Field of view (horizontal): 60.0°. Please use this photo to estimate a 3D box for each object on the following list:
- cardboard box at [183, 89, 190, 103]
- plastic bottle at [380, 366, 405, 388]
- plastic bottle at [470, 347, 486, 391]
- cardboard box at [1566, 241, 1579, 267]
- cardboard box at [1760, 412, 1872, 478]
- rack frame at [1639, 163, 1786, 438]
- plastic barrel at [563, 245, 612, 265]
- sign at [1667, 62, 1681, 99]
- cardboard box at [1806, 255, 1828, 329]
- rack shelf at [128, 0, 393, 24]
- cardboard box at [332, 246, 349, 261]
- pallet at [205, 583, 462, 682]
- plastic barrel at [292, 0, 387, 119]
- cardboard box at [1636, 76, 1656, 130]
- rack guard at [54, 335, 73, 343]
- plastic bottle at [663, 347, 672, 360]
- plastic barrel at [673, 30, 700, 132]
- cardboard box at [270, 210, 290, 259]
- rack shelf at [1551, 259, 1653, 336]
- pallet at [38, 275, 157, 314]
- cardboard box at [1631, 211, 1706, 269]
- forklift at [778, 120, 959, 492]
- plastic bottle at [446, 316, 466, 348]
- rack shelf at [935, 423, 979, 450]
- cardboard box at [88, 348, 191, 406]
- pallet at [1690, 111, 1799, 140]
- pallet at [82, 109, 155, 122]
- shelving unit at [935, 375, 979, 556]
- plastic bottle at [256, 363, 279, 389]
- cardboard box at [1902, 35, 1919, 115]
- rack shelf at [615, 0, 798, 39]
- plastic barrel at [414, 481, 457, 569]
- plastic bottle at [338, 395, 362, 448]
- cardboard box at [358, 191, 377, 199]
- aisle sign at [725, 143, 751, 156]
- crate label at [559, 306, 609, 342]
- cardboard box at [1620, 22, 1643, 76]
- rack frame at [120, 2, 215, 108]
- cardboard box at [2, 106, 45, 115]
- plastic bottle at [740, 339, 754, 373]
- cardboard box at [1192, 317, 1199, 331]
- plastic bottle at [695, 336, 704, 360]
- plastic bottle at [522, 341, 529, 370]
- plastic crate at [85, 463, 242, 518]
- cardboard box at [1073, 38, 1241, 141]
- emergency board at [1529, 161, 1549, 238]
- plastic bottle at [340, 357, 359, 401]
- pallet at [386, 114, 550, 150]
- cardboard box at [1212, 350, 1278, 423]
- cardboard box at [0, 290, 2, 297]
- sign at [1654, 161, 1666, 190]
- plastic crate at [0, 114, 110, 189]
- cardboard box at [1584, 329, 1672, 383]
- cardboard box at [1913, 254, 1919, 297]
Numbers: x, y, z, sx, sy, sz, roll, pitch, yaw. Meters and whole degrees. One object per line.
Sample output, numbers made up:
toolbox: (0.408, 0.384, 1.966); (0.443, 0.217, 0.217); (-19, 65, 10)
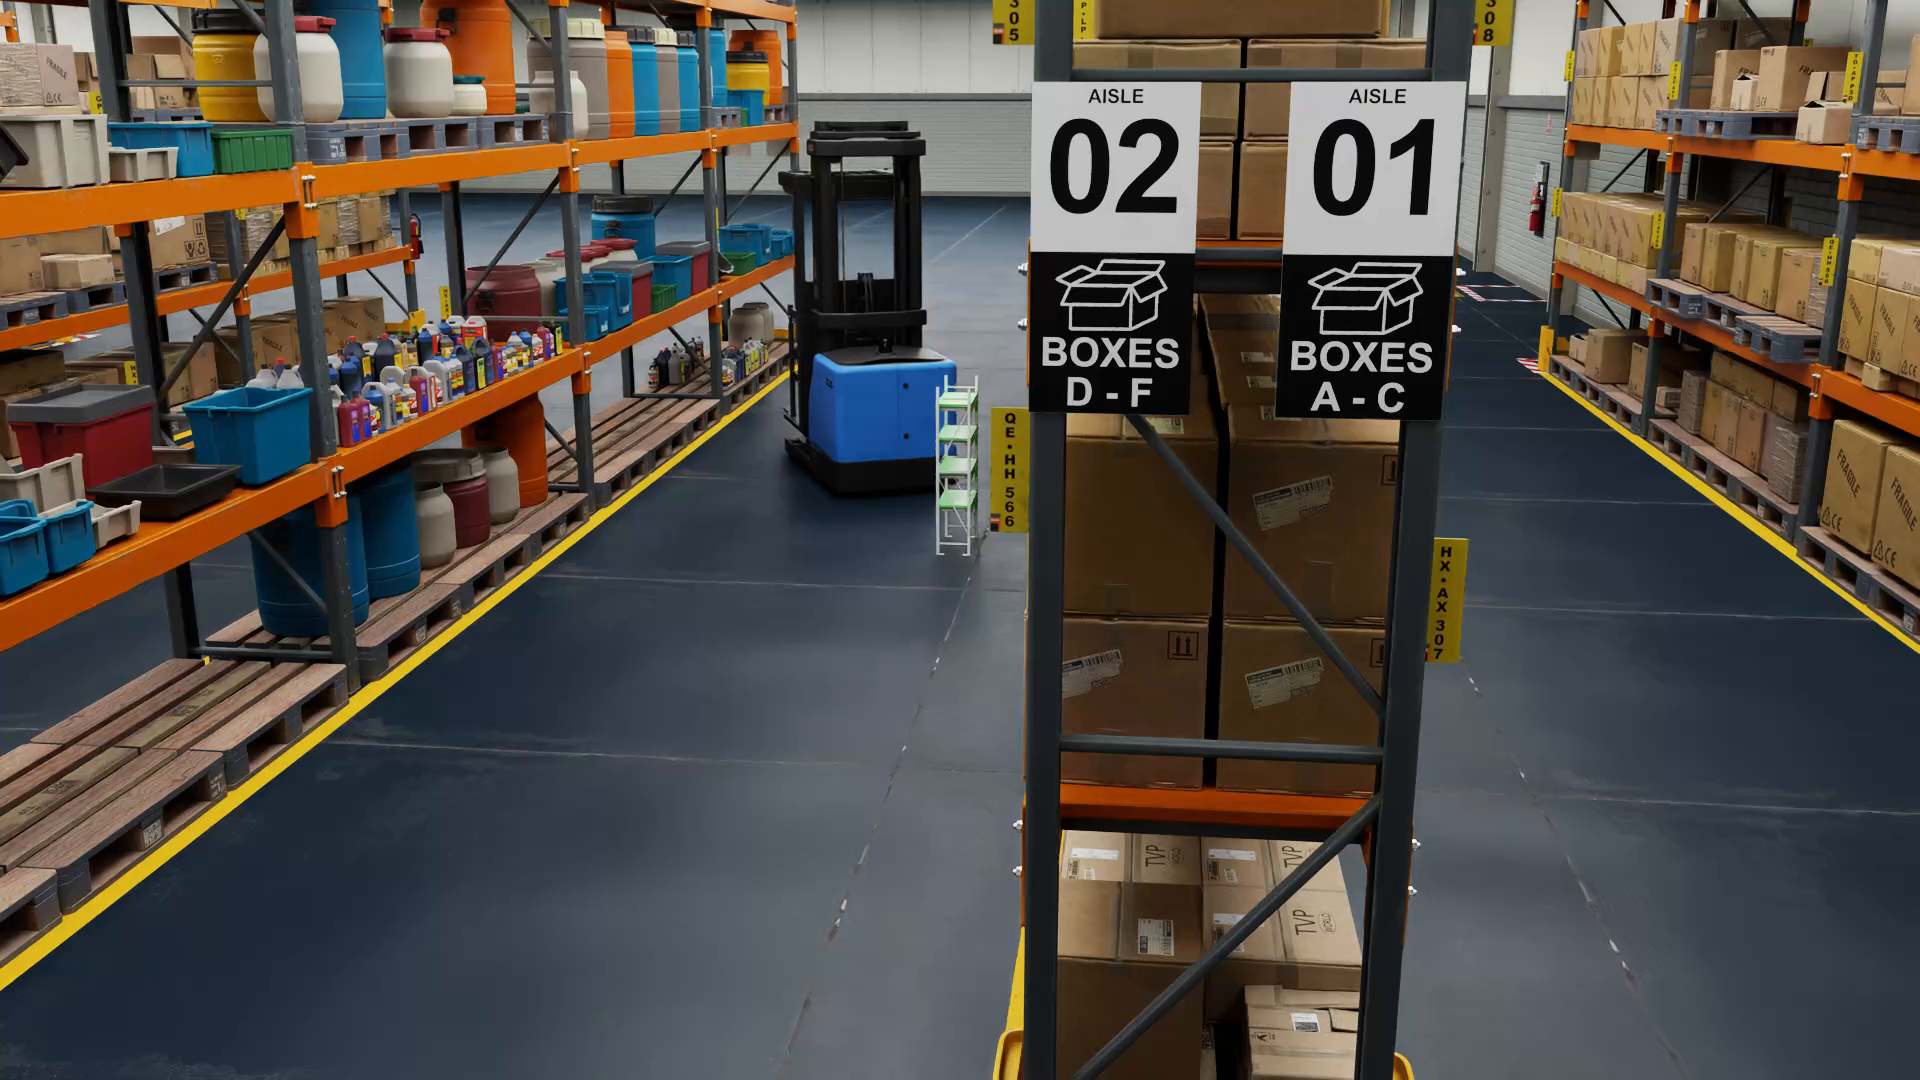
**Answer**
cardboard box: (-8.062, -4.510, 16.873); (0.380, 0.149, 0.250); (2, 15, 8)
plastic bottle: (-3.408, -0.922, 10.064); (0.152, 0.276, 0.135); (2, 15, 6)
plastic bottle: (-3.128, -1.113, 10.757); (0.061, 0.283, 0.133); (2, 15, 6)
cardboard box: (6.990, -3.134, 18.255); (0.500, 0.250, 0.500); (1, 15, 5)
cardboard box: (6.706, -0.699, 12.945); (0.700, 0.500, 0.500); (2, 15, 6)
rack frame: (6.954, -2.412, 15.335); (1.000, 3.000, 0.127); (2, 15, 6)
plastic barrel: (-3.298, -2.337, 14.799); (0.433, 0.535, 0.433); (0, 15, 0)
sign: (6.414, -4.123, 14.928); (0.100, 0.325, 0.005); (2, 15, 6)
cardboard box: (6.546, -1.757, 11.880); (0.700, 0.500, 0.500); (0, 15, 0)
rack shelf: (-7.585, -5.915, 18.183); (1.077, 0.370, 4.000); (2, 15, 6)
cardboard box: (-7.252, -3.294, 19.077); (0.380, 0.149, 0.250); (2, 15, 6)
pallet: (-3.664, 0.518, 9.840); (1.003, 0.211, 1.213); (2, 15, 6)
plastic barrel: (-3.752, -2.969, 9.883); (0.600, 0.901, 0.708); (2, 15, 6)
cardboard box: (6.835, -4.187, 15.923); (0.500, 0.500, 0.500); (0, 15, 2)
rack guard: (-12.274, -2.859, 21.777); (1.175, 0.500, 0.348); (2, 15, 6)
plastic bottle: (-3.082, -1.863, 17.536); (0.144, 0.351, 0.185); (1, 15, 3)
plastic barrel: (-2.732, -4.255, 15.446); (0.600, 0.901, 0.708); (2, 15, 6)
cardboard box: (-7.607, -3.285, 17.802); (0.875, 0.500, 0.500); (2, 15, 6)
rack shelf: (7.180, -2.583, 17.347); (1.077, 0.370, 4.000); (2, 15, 6)
pallet: (-8.080, -2.234, 15.045); (1.003, 0.211, 1.213); (2, 15, 6)
cardboard box: (6.700, -2.843, 15.741); (0.500, 0.500, 0.500); (2, 15, 6)
forklift: (-0.936, -2.139, 14.457); (1.130, 2.935, 3.031); (-5, 16, -17)
plastic bottle: (-3.711, -1.504, 12.214); (0.152, 0.276, 0.135); (2, 15, 6)
rack shelf: (-0.019, -0.706, 11.801); (0.258, 0.148, 0.480); (2, 15, 6)
cardboard box: (-7.974, -1.573, 16.180); (0.700, 0.500, 0.500); (2, 15, 6)
pallet: (6.665, -3.343, 13.392); (1.213, 0.211, 1.003); (2, 15, 6)
pallet: (-8.101, -3.781, 15.011); (1.213, 0.211, 1.003); (2, 15, 6)
shelving unit: (-0.019, -0.536, 11.847); (0.258, 1.200, 0.503); (2, 15, 6)
plastic bottle: (-4.014, -0.853, 9.664); (0.144, 0.351, 0.185); (2, 15, 6)
cardboard box: (6.506, -2.958, 10.574); (0.700, 0.500, 0.500); (1, 15, 2)
rack shelf: (-2.664, -5.578, 17.695); (1.077, 0.370, 4.000); (2, 15, 6)
plastic barrel: (-3.482, -0.099, 10.742); (0.421, 0.512, 0.421); (0, 15, 0)
plastic bottle: (-3.327, -0.655, 9.061); (0.061, 0.283, 0.133); (2, 15, 6)
cardboard box: (-7.227, -4.282, 19.573); (0.500, 0.500, 0.500); (2, 15, 6)
aisle sign: (-2.721, -5.023, 20.012); (0.394, 0.787, 0.004); (2, 15, 6)
crate label: (-2.921, -1.684, 12.962); (0.303, 0.233, 0.416); (2, 15, 6)
cardboard box: (6.841, -4.817, 16.336); (0.500, 0.500, 0.500); (1, 15, 4)
rack frame: (-7.811, -5.745, 16.170); (1.000, 3.000, 0.127); (2, 15, 6)
cardboard box: (-7.898, -3.435, 13.660); (0.500, 0.250, 0.500); (2, 15, 8)
plastic bottle: (-2.317, -1.994, 18.020); (0.144, 0.351, 0.185); (2, 15, 6)
cardboard box: (0.680, -0.632, 6.645); (0.500, 0.500, 0.500); (1, 15, 5)
plastic bottle: (-2.953, -2.175, 18.844); (0.097, 0.271, 0.097); (0, 15, 0)
plastic bottle: (-3.053, -1.288, 11.559); (0.097, 0.201, 0.097); (0, 15, 0)
plastic crate: (-3.652, -0.227, 7.666); (0.437, 0.125, 0.590); (2, 15, 6)
cardboard box: (0.482, -1.202, 4.444); (0.500, 0.250, 0.500); (2, 15, 6)
emergency board: (9.180, -5.438, 26.527); (0.194, 1.169, 0.643); (2, 15, 6)
plastic bottle: (-3.804, -1.000, 10.361); (0.097, 0.271, 0.097); (0, 15, 0)
pallet: (-3.525, -2.827, 11.487); (1.003, 0.211, 1.213); (2, 15, 6)
cardboard box: (1.102, -0.348, 5.596); (0.500, 0.500, 0.500); (2, 15, 7)
cardboard box: (-8.241, -2.204, 13.571); (0.500, 0.500, 0.500); (0, 15, -1)
sign: (7.955, -4.139, 18.899); (0.100, 0.325, 0.005); (2, 15, 6)
plastic crate: (-3.687, -1.548, 6.620); (0.437, 0.282, 0.530); (2, 15, 6)
cardboard box: (7.041, -1.941, 17.542); (0.700, 0.500, 0.500); (1, 15, 3)
cardboard box: (6.083, -1.559, 9.943); (0.500, 0.250, 0.500); (2, 15, 7)
